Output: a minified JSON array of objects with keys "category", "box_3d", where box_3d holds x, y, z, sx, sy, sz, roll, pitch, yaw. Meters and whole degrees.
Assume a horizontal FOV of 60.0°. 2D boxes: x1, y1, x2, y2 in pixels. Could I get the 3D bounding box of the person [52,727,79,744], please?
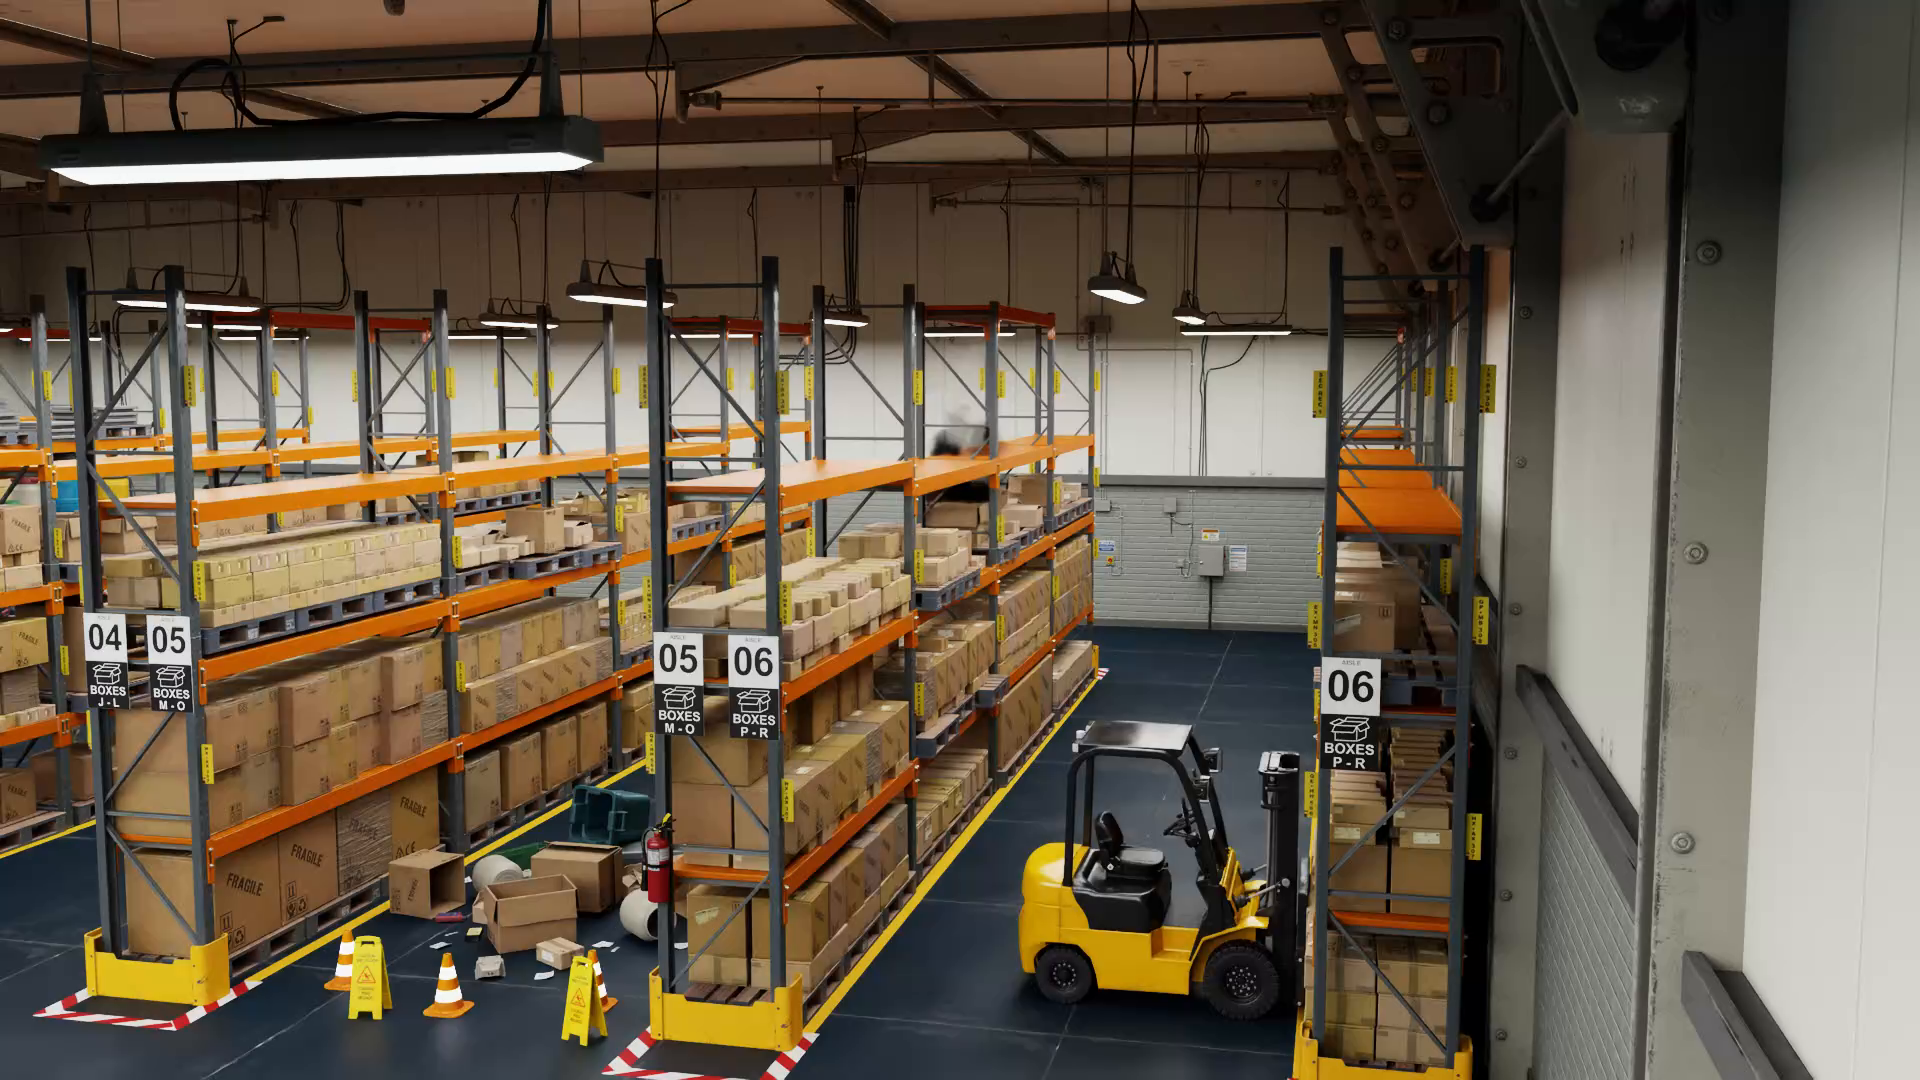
[{"category":"person","box_3d":[-11.890,2.115,22.171,0.549,1.622,0.558,0,6,2]}]
